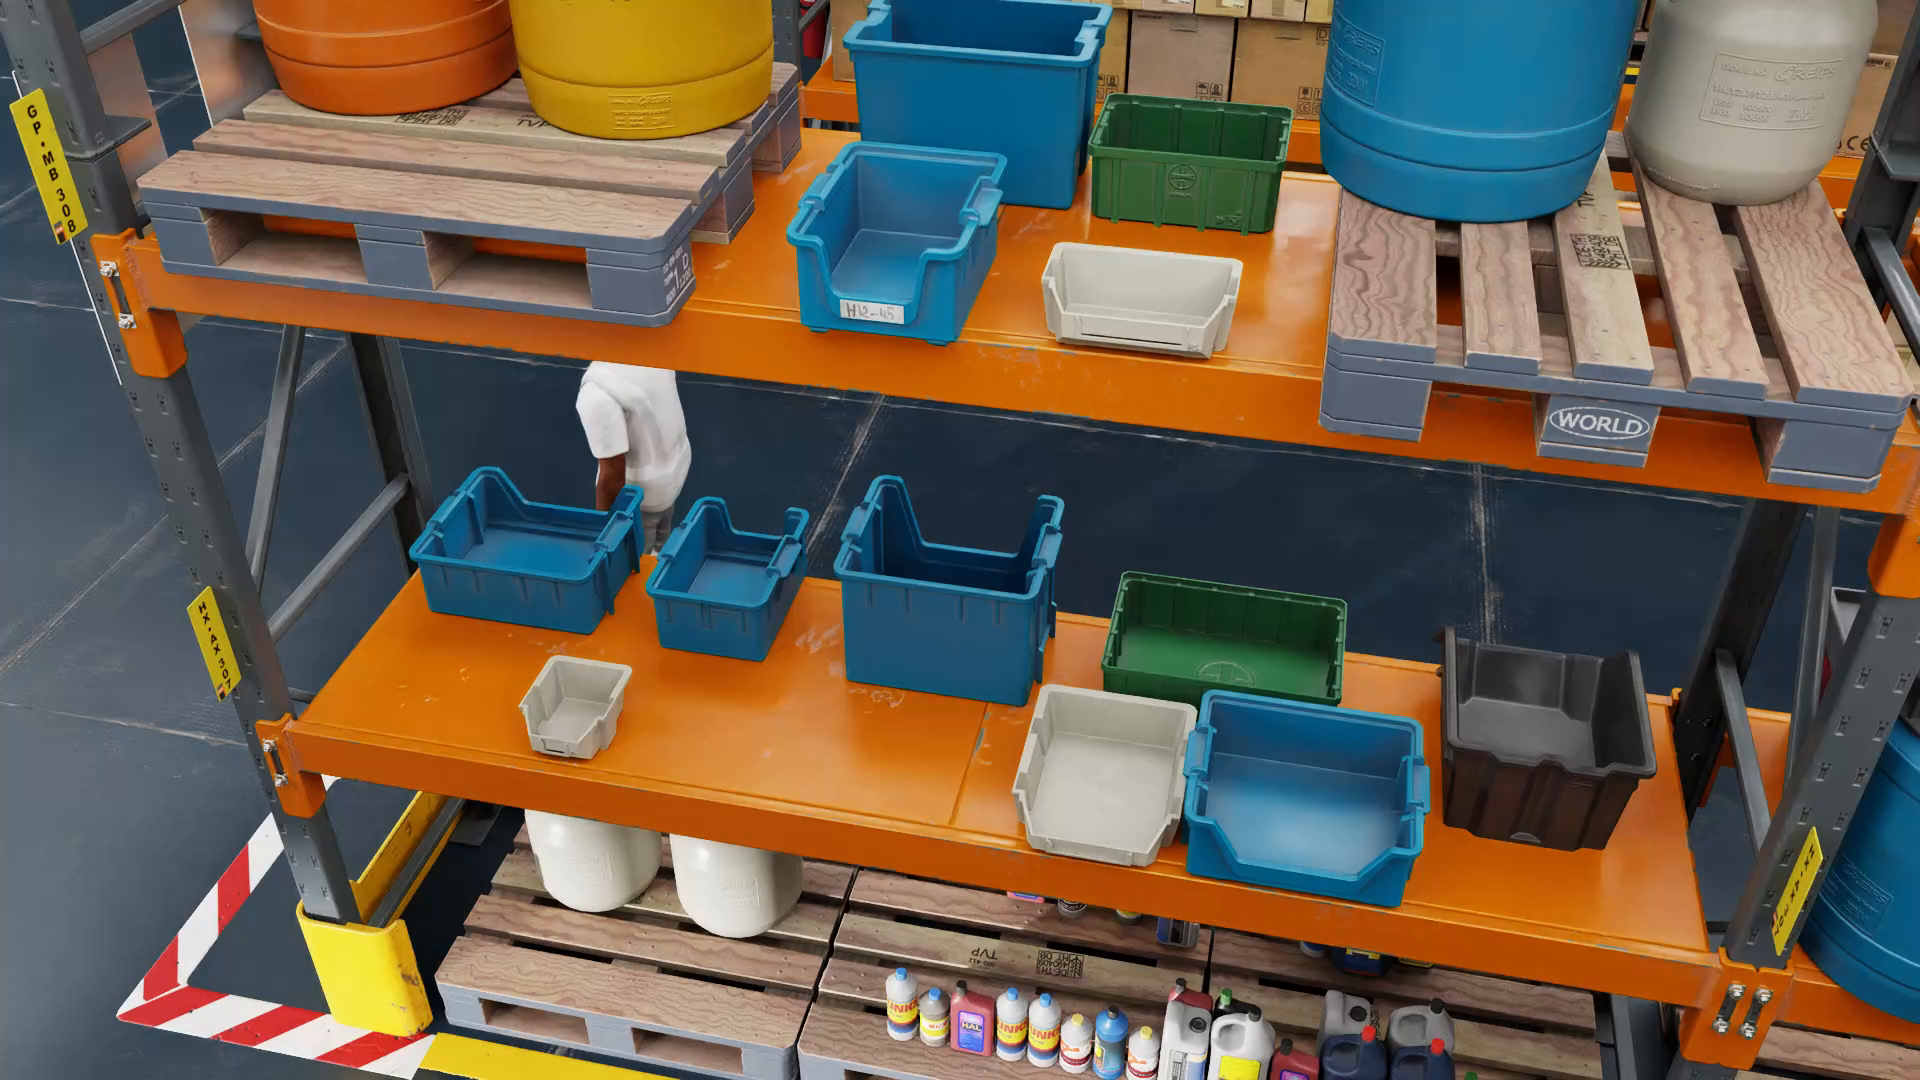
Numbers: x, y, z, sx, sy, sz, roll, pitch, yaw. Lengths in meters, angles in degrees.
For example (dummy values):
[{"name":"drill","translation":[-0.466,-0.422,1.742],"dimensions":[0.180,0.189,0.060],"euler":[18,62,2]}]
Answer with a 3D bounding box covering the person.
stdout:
[{"name":"person","translation":[-1.283,-0.237,6.455],"dimensions":[0.463,1.760,0.632],"euler":[7,37,9]}]
